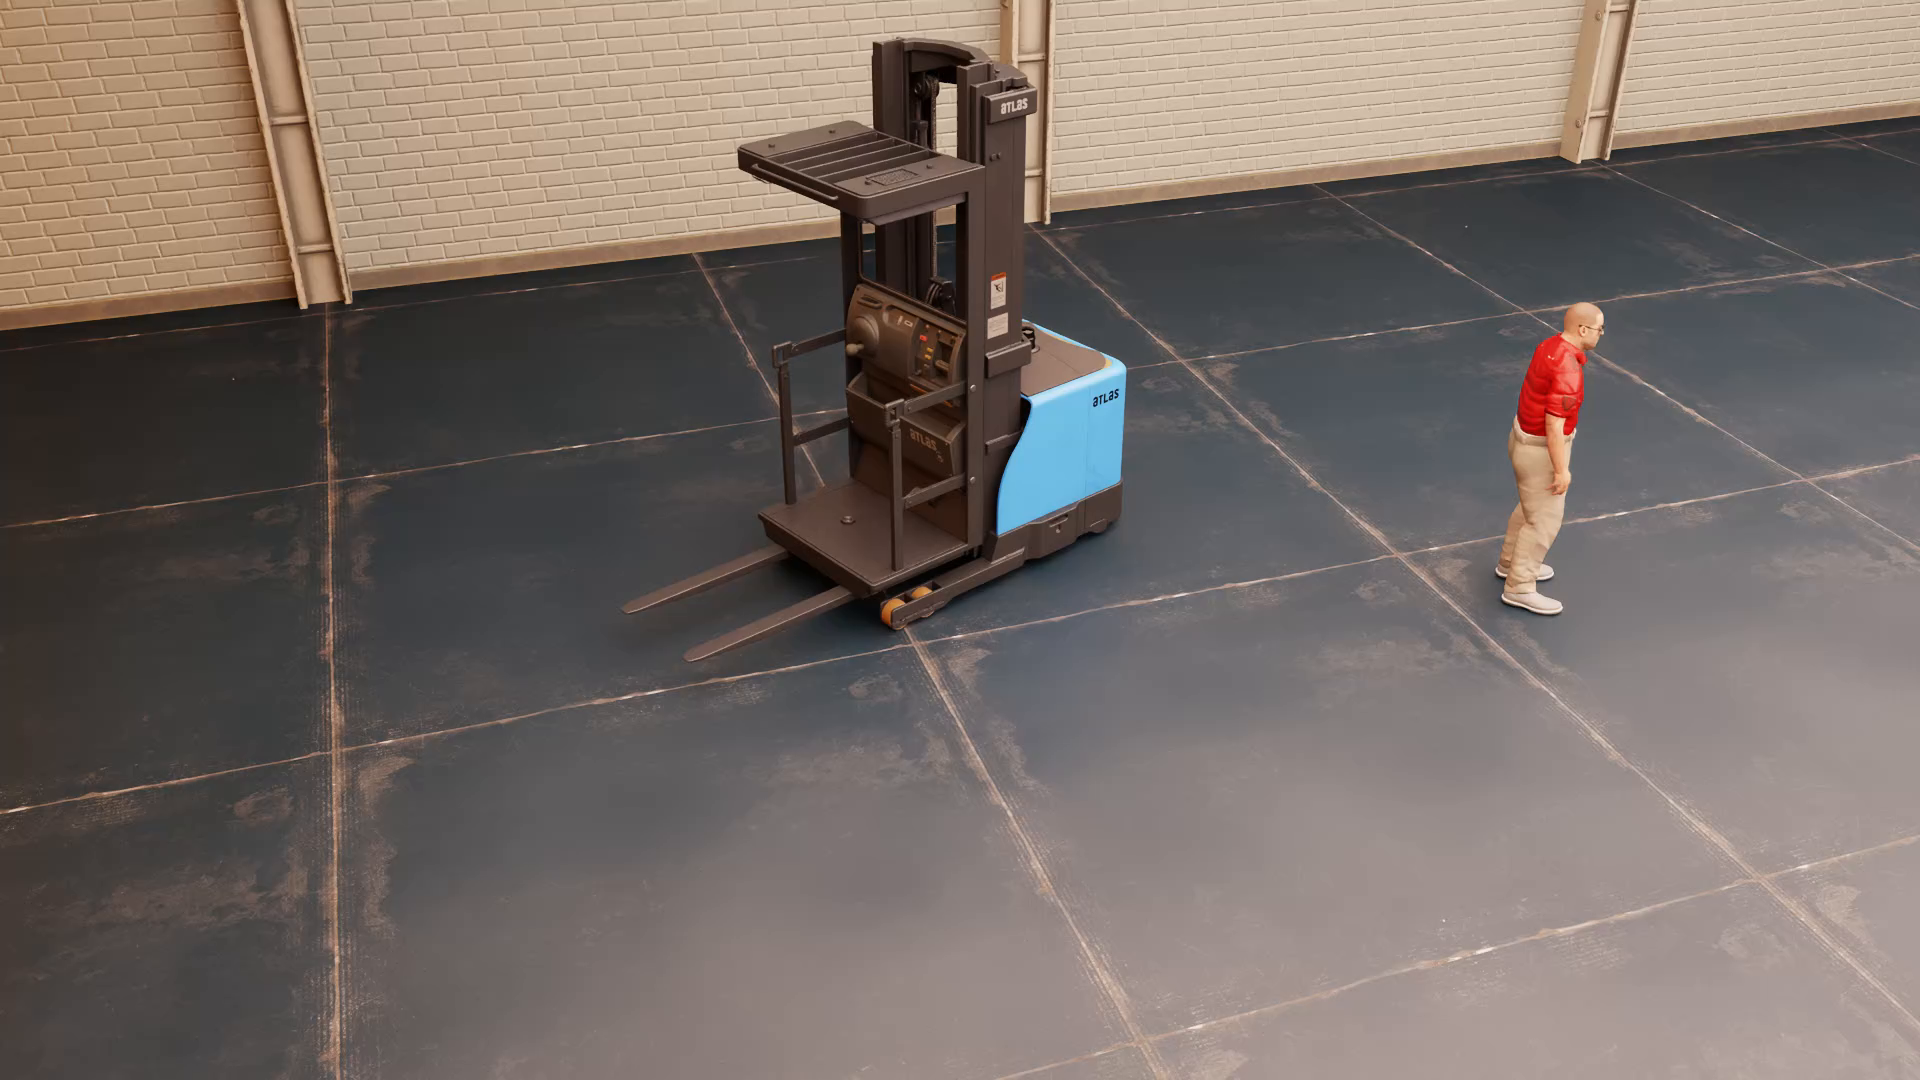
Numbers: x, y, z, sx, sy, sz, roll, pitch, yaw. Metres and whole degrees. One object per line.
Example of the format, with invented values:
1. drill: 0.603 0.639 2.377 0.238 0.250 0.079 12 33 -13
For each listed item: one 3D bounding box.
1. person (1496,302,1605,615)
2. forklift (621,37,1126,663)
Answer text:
1. person: 3.226 -0.481 9.129 0.395 1.727 0.607 4 30 7
2. forklift: -0.461 -1.072 8.951 3.031 2.935 1.130 -23 37 -34
